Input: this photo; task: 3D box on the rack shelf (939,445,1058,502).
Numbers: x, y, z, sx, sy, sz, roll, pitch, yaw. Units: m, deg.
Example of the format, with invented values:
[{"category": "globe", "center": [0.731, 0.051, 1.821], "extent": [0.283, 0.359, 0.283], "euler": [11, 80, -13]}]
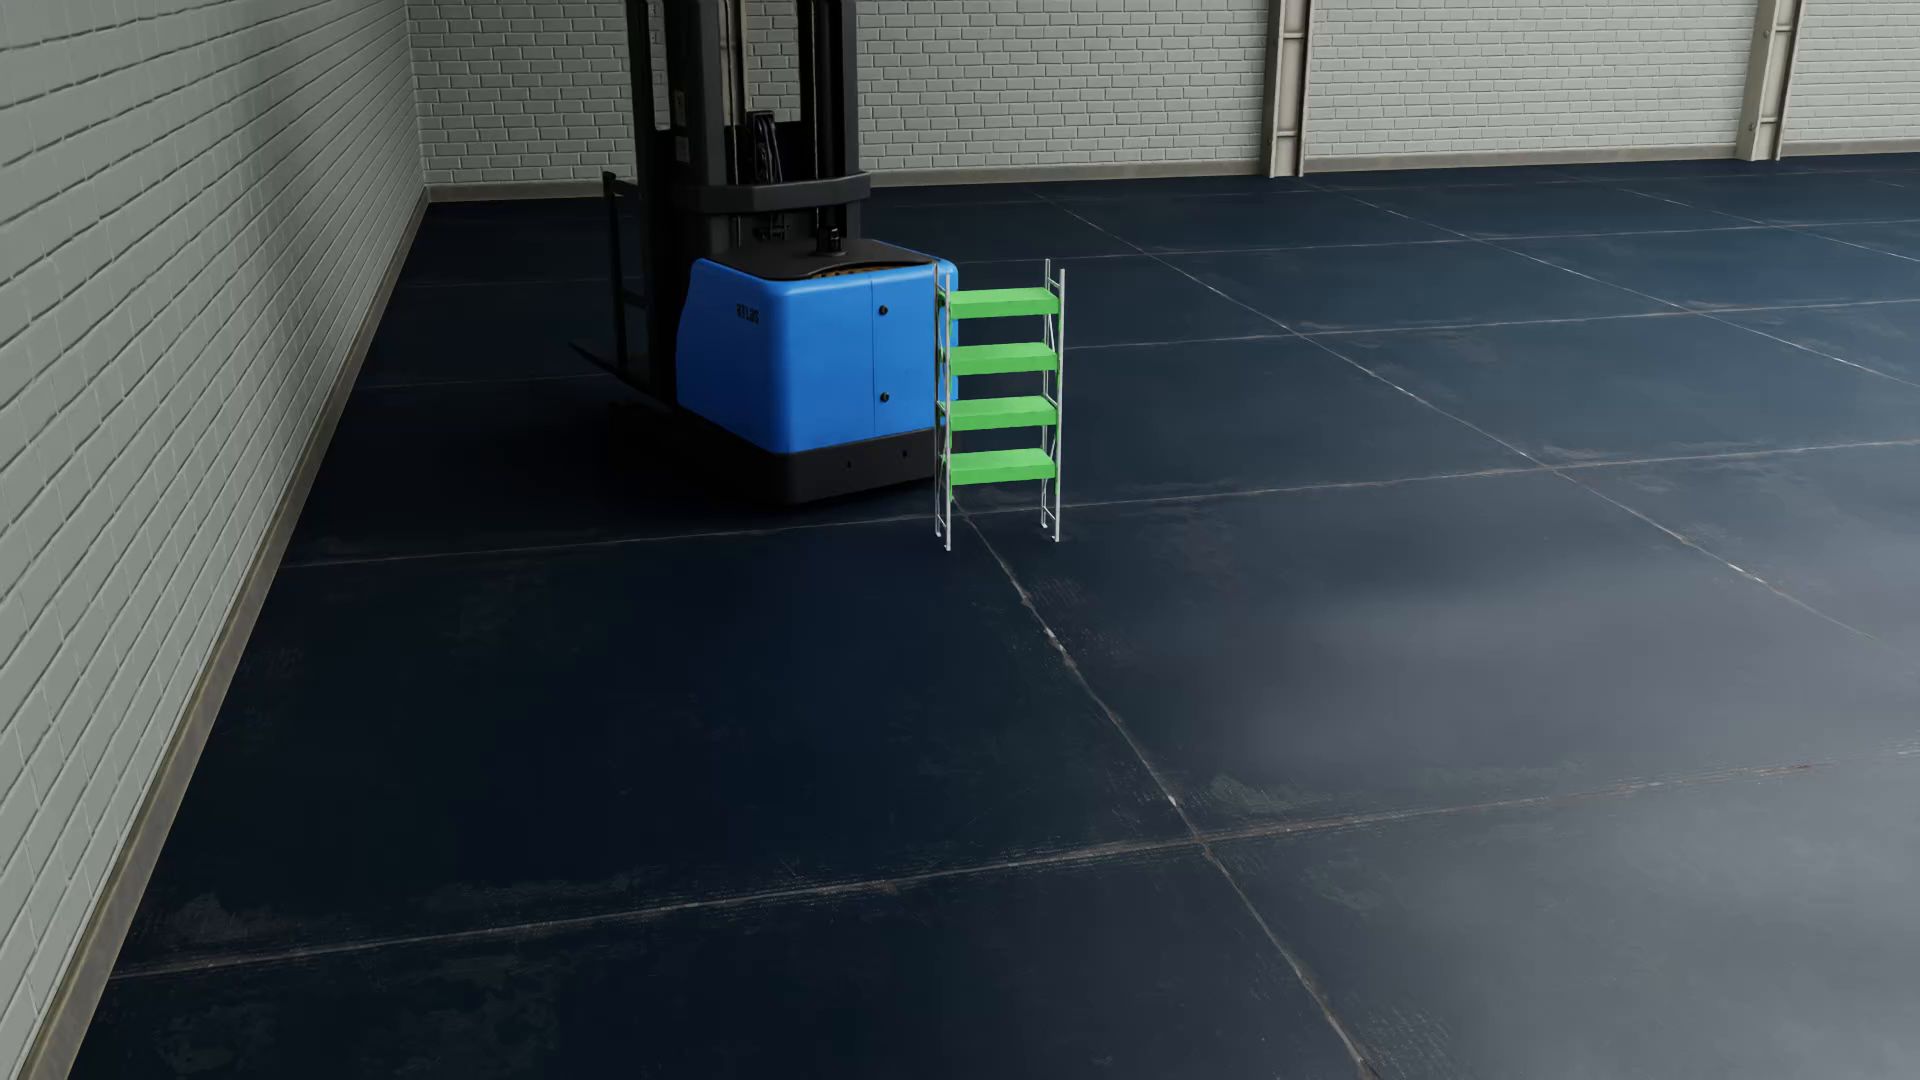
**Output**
[{"category": "rack shelf", "center": [0.161, -0.291, 7.249], "extent": [0.480, 0.148, 0.258], "euler": [-5, 21, -12]}]

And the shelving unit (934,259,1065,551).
[{"category": "shelving unit", "center": [0.161, -0.576, 7.144], "extent": [0.503, 1.200, 0.258], "euler": [-5, 21, -12]}]

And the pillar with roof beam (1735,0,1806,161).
[{"category": "pillar with roof beam", "center": [10.348, -7.261, 14.055], "extent": [0.400, 9.000, 9.100], "euler": [-5, 21, -12]}]

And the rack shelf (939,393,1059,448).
[{"category": "rack shelf", "center": [0.161, -0.516, 7.166], "extent": [0.480, 0.148, 0.258], "euler": [-5, 21, -12]}]

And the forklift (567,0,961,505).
[{"category": "forklift", "center": [-1.227, -1.986, 8.475], "extent": [1.130, 2.935, 3.031], "euler": [-13, 24, -31]}]

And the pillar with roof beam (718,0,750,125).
[{"category": "pillar with roof beam", "center": [-1.330, -6.312, 11.462], "extent": [0.400, 9.000, 9.100], "euler": [-5, 21, -12]}]

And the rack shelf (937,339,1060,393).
[{"category": "rack shelf", "center": [0.161, -0.742, 7.083], "extent": [0.480, 0.148, 0.258], "euler": [-5, 21, -12]}]

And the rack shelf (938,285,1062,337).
[{"category": "rack shelf", "center": [0.161, -0.967, 7.001], "extent": [0.480, 0.148, 0.258], "euler": [-5, 21, -12]}]

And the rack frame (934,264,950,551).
[{"category": "rack frame", "center": [-0.076, -0.557, 7.091], "extent": [0.015, 1.200, 0.240], "euler": [-5, 21, -12]}]

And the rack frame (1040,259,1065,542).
[{"category": "rack frame", "center": [0.399, -0.596, 7.197], "extent": [0.015, 1.200, 0.240], "euler": [-5, 21, -12]}]

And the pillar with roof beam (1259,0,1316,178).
[{"category": "pillar with roof beam", "center": [4.509, -6.786, 12.758], "extent": [0.400, 9.000, 9.100], "euler": [-5, 21, -12]}]
